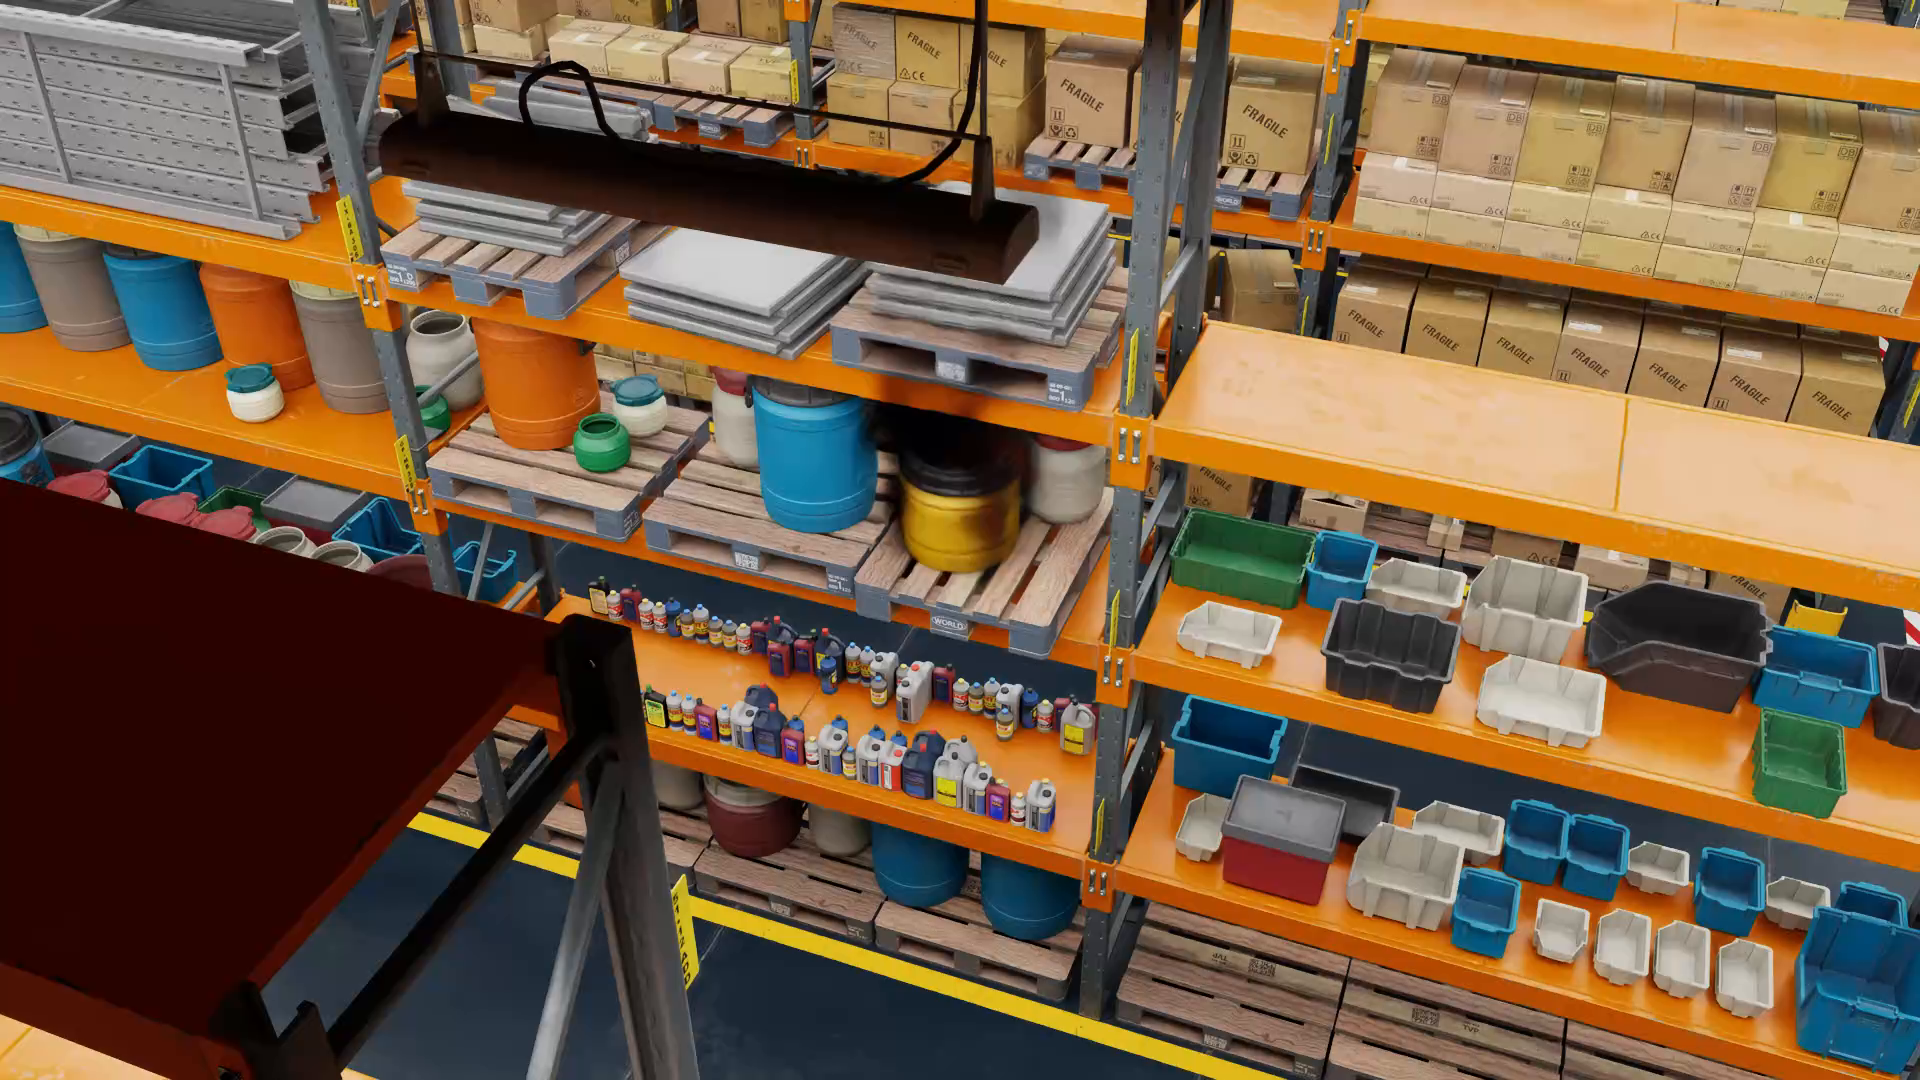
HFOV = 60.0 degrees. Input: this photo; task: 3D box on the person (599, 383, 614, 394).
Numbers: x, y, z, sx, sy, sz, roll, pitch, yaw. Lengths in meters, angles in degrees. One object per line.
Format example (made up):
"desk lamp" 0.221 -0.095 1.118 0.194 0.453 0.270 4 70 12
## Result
"person" -2.568 -0.535 12.763 0.608 1.546 0.538 10 38 14
